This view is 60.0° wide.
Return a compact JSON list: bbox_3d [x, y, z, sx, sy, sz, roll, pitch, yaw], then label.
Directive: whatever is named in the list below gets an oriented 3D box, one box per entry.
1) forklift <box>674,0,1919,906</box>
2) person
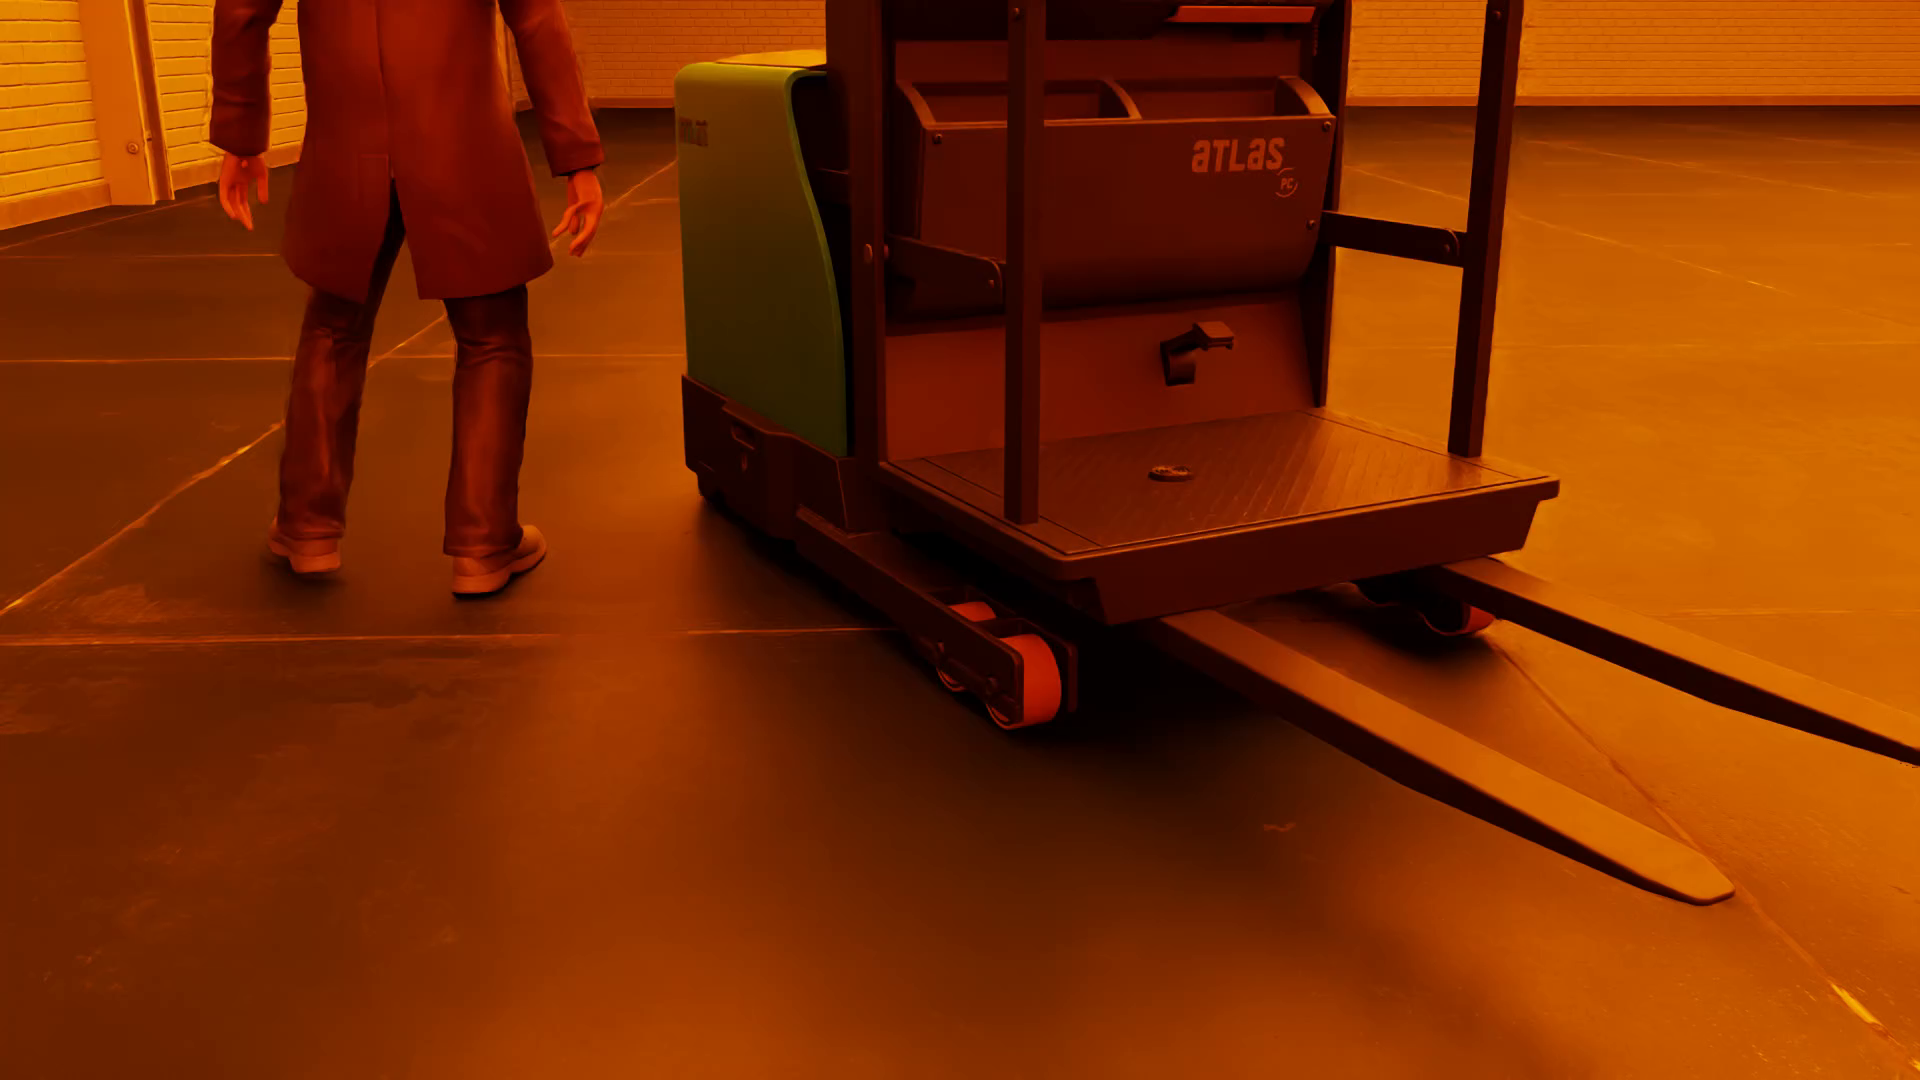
[{"bbox_3d":[0.417,-1.224,2.909,1.130,2.935,3.031,-9,19,-26],"label":"forklift"},{"bbox_3d":[-1.152,-0.750,3.447,0.878,1.714,0.409,0,17,0],"label":"person"}]
